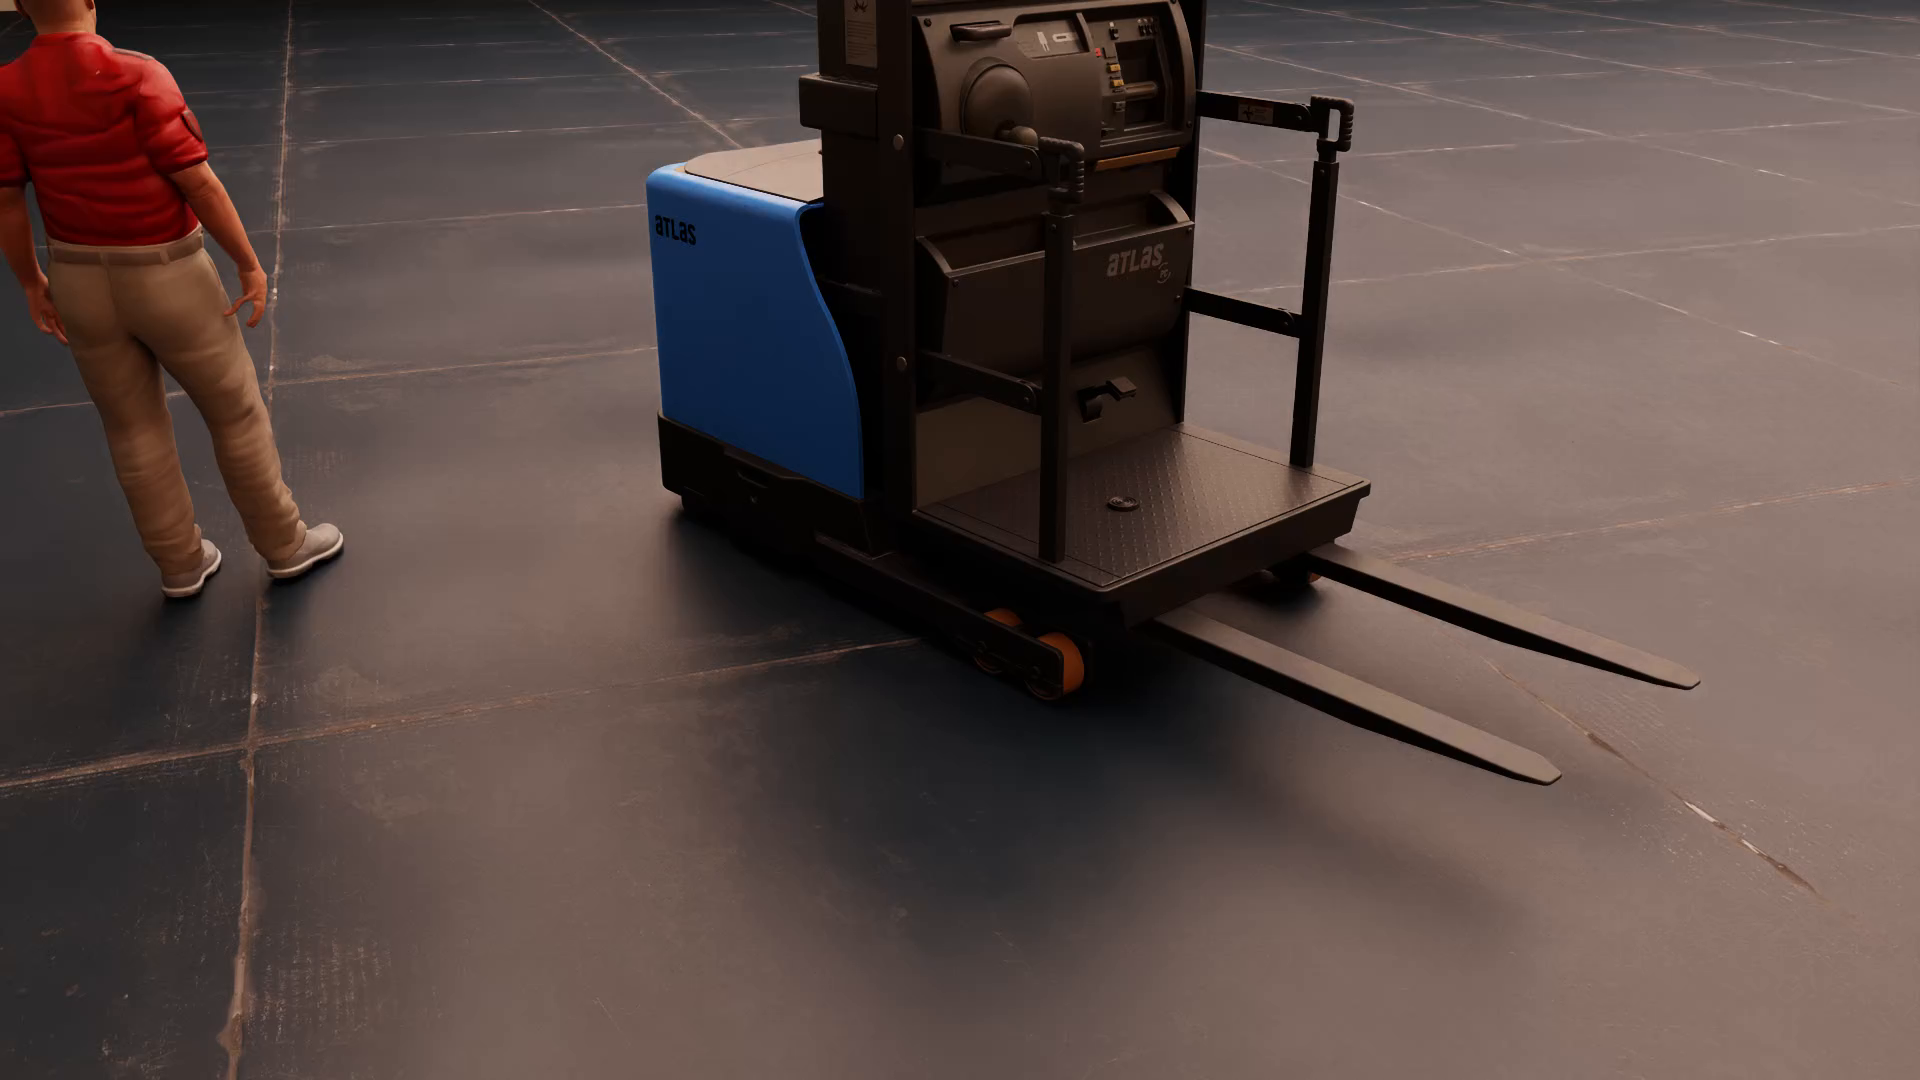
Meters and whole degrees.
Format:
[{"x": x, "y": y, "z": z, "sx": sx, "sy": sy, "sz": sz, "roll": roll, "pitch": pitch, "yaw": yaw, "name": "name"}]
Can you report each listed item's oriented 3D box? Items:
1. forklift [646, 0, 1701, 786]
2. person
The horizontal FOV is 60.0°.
[{"x": 0.409, "y": -1.176, "z": 4.096, "sx": 1.130, "sy": 2.935, "sz": 3.031, "roll": -19, "pitch": 30, "yaw": -38, "name": "forklift"}, {"x": -2.162, "y": -0.688, "z": 4.465, "sx": 0.642, "sy": 1.729, "sz": 0.550, "roll": -1, "pitch": 23, "yaw": -2, "name": "person"}]
